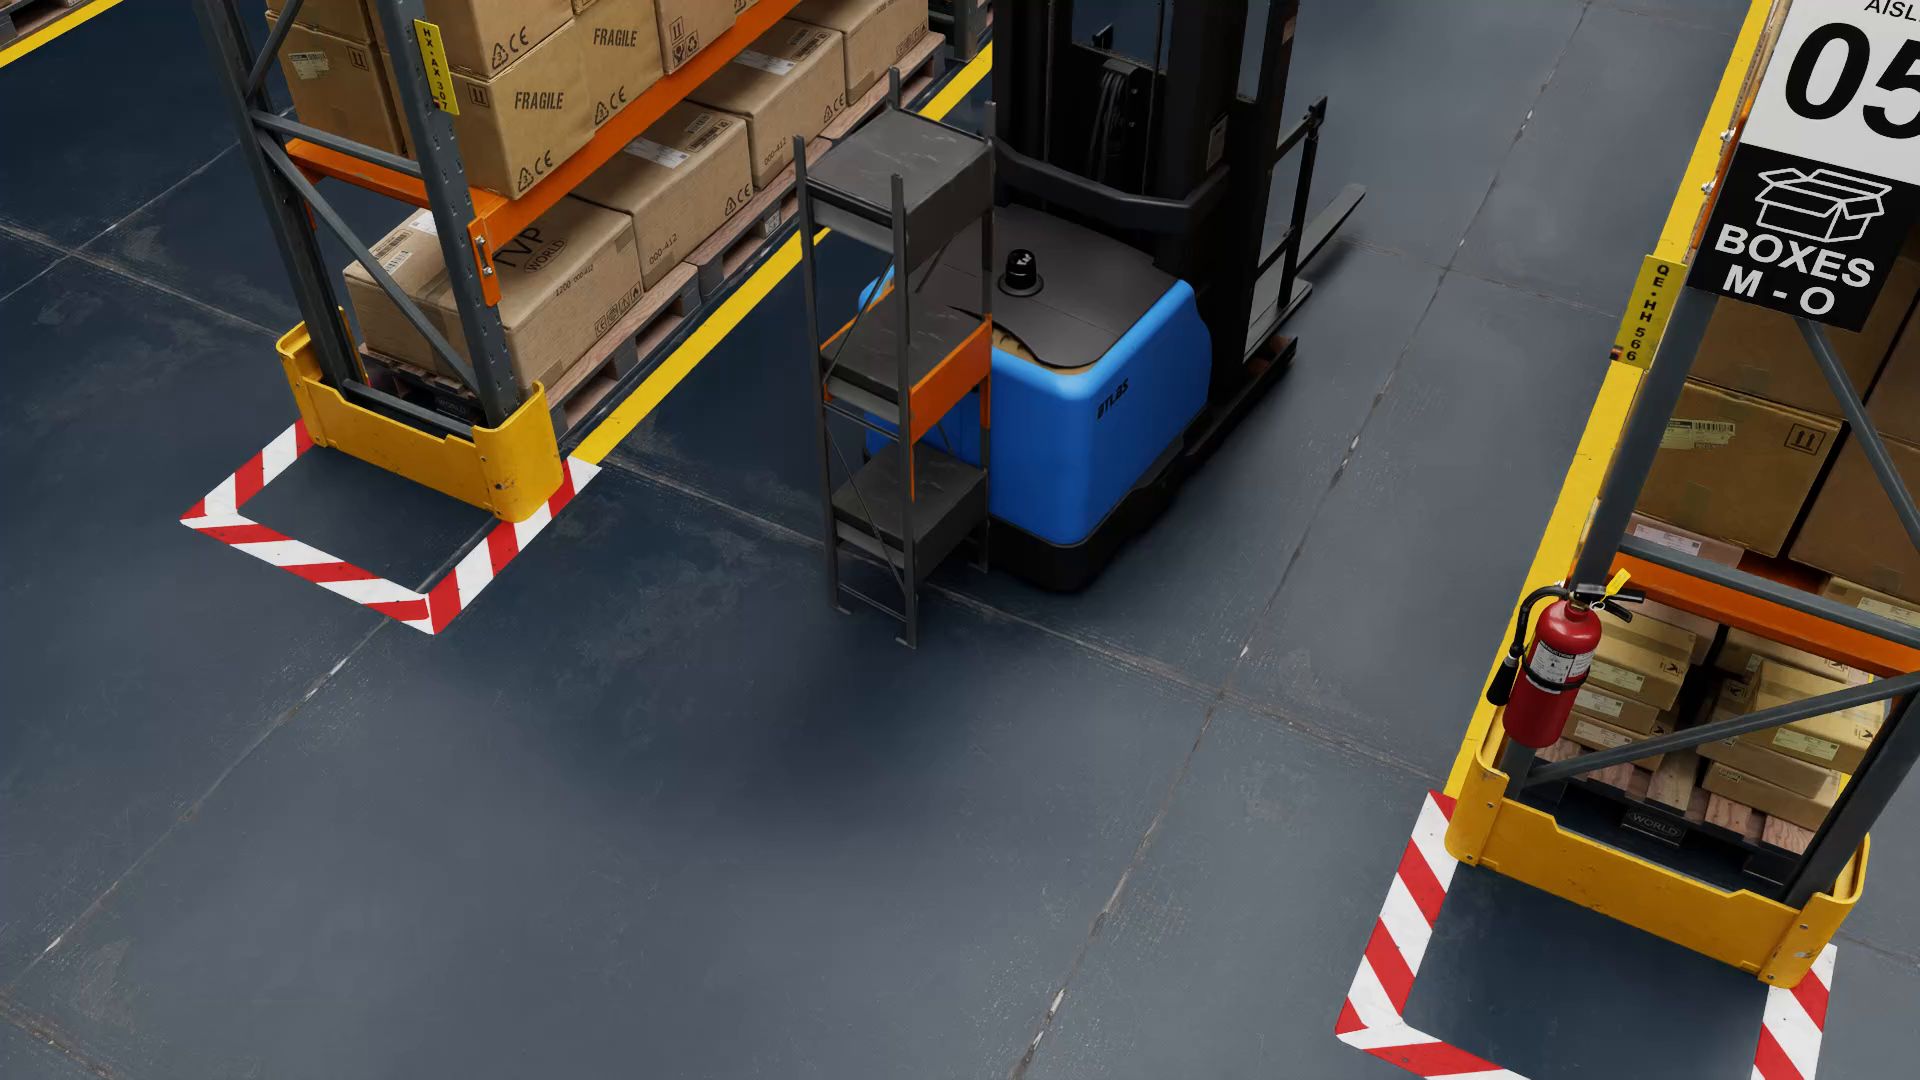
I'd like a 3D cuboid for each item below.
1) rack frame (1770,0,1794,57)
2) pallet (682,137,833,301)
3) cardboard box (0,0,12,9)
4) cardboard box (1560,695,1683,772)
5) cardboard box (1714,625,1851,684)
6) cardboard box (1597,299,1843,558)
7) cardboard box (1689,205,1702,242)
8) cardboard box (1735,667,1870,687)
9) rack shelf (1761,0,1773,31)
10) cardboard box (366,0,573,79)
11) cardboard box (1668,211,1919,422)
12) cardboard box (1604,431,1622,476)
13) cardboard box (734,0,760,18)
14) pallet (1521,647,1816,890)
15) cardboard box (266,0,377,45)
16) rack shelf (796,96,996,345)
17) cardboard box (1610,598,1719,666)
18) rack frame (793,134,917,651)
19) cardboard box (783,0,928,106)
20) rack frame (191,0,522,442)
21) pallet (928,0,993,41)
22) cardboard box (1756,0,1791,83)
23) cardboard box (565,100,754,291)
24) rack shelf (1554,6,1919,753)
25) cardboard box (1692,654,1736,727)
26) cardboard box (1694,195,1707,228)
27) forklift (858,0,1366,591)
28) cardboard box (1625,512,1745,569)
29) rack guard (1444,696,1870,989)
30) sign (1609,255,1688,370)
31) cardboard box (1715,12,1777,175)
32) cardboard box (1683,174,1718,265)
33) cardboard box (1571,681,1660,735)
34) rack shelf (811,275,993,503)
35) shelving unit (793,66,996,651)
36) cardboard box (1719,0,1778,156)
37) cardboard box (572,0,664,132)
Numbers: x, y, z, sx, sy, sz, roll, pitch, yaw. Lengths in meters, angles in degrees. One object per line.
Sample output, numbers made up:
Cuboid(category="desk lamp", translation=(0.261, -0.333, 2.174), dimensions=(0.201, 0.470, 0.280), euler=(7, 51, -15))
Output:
Cuboid(category="rack frame", translation=(2.203, -1.961, 2.361), dimensions=(1.000, 3.000, 0.127), euler=(20, 49, 19))
Cuboid(category="pallet", translation=(-1.359, -1.738, 8.319), dimensions=(1.003, 0.211, 1.213), euler=(20, 49, 19))
Cuboid(category="cardboard box", translation=(-5.827, -3.208, 9.274), dimensions=(0.700, 0.500, 0.500), euler=(22, 49, 21))
Cuboid(category="cardboard box", translation=(2.263, 0.602, 5.756), dimensions=(0.380, 0.149, 0.250), euler=(21, 49, 20))
Cuboid(category="cardboard box", translation=(2.769, 0.362, 5.574), dimensions=(0.380, 0.149, 0.250), euler=(21, 49, 20))
Cuboid(category="cardboard box", translation=(2.184, -0.360, 4.718), dimensions=(0.500, 0.500, 0.500), euler=(21, 49, 20))
Cuboid(category="cardboard box", translation=(3.607, -1.395, 7.728), dimensions=(0.380, 0.149, 0.250), euler=(18, 48, 17))
Cuboid(category="cardboard box", translation=(2.851, 0.498, 5.649), dimensions=(0.380, 0.149, 0.250), euler=(20, 49, 19))
Cuboid(category="rack shelf", translation=(4.989, -3.379, 8.487), dimensions=(1.077, 0.370, 4.000), euler=(20, 49, 19))
Cuboid(category="cardboard box", translation=(-1.753, -2.018, 5.862), dimensions=(0.500, 0.500, 0.500), euler=(19, 48, 18))
Cuboid(category="cardboard box", translation=(2.195, -0.714, 4.364), dimensions=(0.500, 0.500, 0.500), euler=(20, 49, 18))
Cuboid(category="cardboard box", translation=(2.652, -0.298, 6.227), dimensions=(0.380, 0.149, 0.250), euler=(22, 49, 20))
Cuboid(category="cardboard box", translation=(-1.071, -2.629, 7.169), dimensions=(0.500, 0.500, 0.500), euler=(22, 49, 20))
Cuboid(category="pallet", translation=(2.647, 0.580, 6.029), dimensions=(1.003, 0.211, 1.213), euler=(20, 49, 19))
Cuboid(category="cardboard box", translation=(-2.215, -2.192, 6.034), dimensions=(0.500, 0.500, 0.500), euler=(22, 49, 20))
Cuboid(category="rack shelf", translation=(-0.196, -1.025, 5.322), dimensions=(0.431, 0.518, 0.480), euler=(26, 51, 23))
Cuboid(category="cardboard box", translation=(2.392, 0.236, 5.698), dimensions=(0.380, 0.149, 0.250), euler=(21, 49, 20))
Cuboid(category="rack frame", translation=(-0.335, -0.400, 5.669), dimensions=(0.400, 2.100, 0.015), euler=(26, 51, 23))
Cuboid(category="cardboard box", translation=(-0.758, -2.830, 8.944), dimensions=(0.875, 0.438, 0.875), euler=(20, 49, 19))
Cuboid(category="rack frame", translation=(-2.228, -1.423, 6.048), dimensions=(1.000, 3.000, 0.127), euler=(20, 49, 19))
Cuboid(category="pallet", translation=(-0.080, -3.474, 10.035), dimensions=(1.003, 0.211, 1.213), euler=(20, 49, 19))
Cuboid(category="cardboard box", translation=(2.180, -1.228, 3.851), dimensions=(0.500, 0.250, 0.500), euler=(19, 48, 18))
Cuboid(category="cardboard box", translation=(-1.593, -1.698, 7.826), dimensions=(0.875, 0.438, 0.875), euler=(22, 49, 20))
Cuboid(category="rack shelf", translation=(3.132, -0.860, 5.996), dimensions=(1.077, 0.370, 4.000), euler=(20, 49, 19))
Cuboid(category="cardboard box", translation=(2.779, 0.586, 5.771), dimensions=(0.380, 0.149, 0.250), euler=(20, 49, 19))
Cuboid(category="cardboard box", translation=(3.608, -1.500, 7.623), dimensions=(0.380, 0.149, 0.250), euler=(23, 50, 21))
Cuboid(category="forklift", translation=(0.856, -1.851, 6.519), dimensions=(1.130, 2.935, 3.031), euler=(26, 51, 24))
Cuboid(category="cardboard box", translation=(2.104, -0.063, 4.880), dimensions=(0.380, 0.149, 0.250), euler=(21, 49, 19))
Cuboid(category="rack guard", translation=(2.239, 0.978, 5.432), dimensions=(1.175, 0.500, 0.348), euler=(20, 49, 19))
Cuboid(category="sign", translation=(1.721, -0.566, 4.165), dimensions=(0.100, 0.325, 0.005), euler=(20, 49, 19))
Cuboid(category="cardboard box", translation=(2.664, -1.364, 5.006), dimensions=(0.500, 0.500, 0.500), euler=(23, 50, 21))
Cuboid(category="cardboard box", translation=(2.655, -1.006, 5.355), dimensions=(0.500, 0.500, 0.500), euler=(21, 49, 19))
Cuboid(category="cardboard box", translation=(2.196, 0.471, 5.676), dimensions=(0.380, 0.149, 0.250), euler=(19, 48, 18))
Cuboid(category="rack shelf", translation=(-0.196, -0.533, 5.820), dimensions=(0.431, 0.518, 0.480), euler=(26, 51, 23))
Cuboid(category="shelving unit", translation=(-0.196, -0.543, 5.810), dimensions=(0.431, 2.100, 0.503), euler=(26, 51, 23))
Cuboid(category="cardboard box", translation=(3.118, -1.664, 6.006), dimensions=(0.500, 0.500, 0.500), euler=(19, 48, 18))
Cuboid(category="cardboard box", translation=(-1.541, -1.994, 6.541), dimensions=(0.500, 0.500, 0.500), euler=(20, 49, 19))
